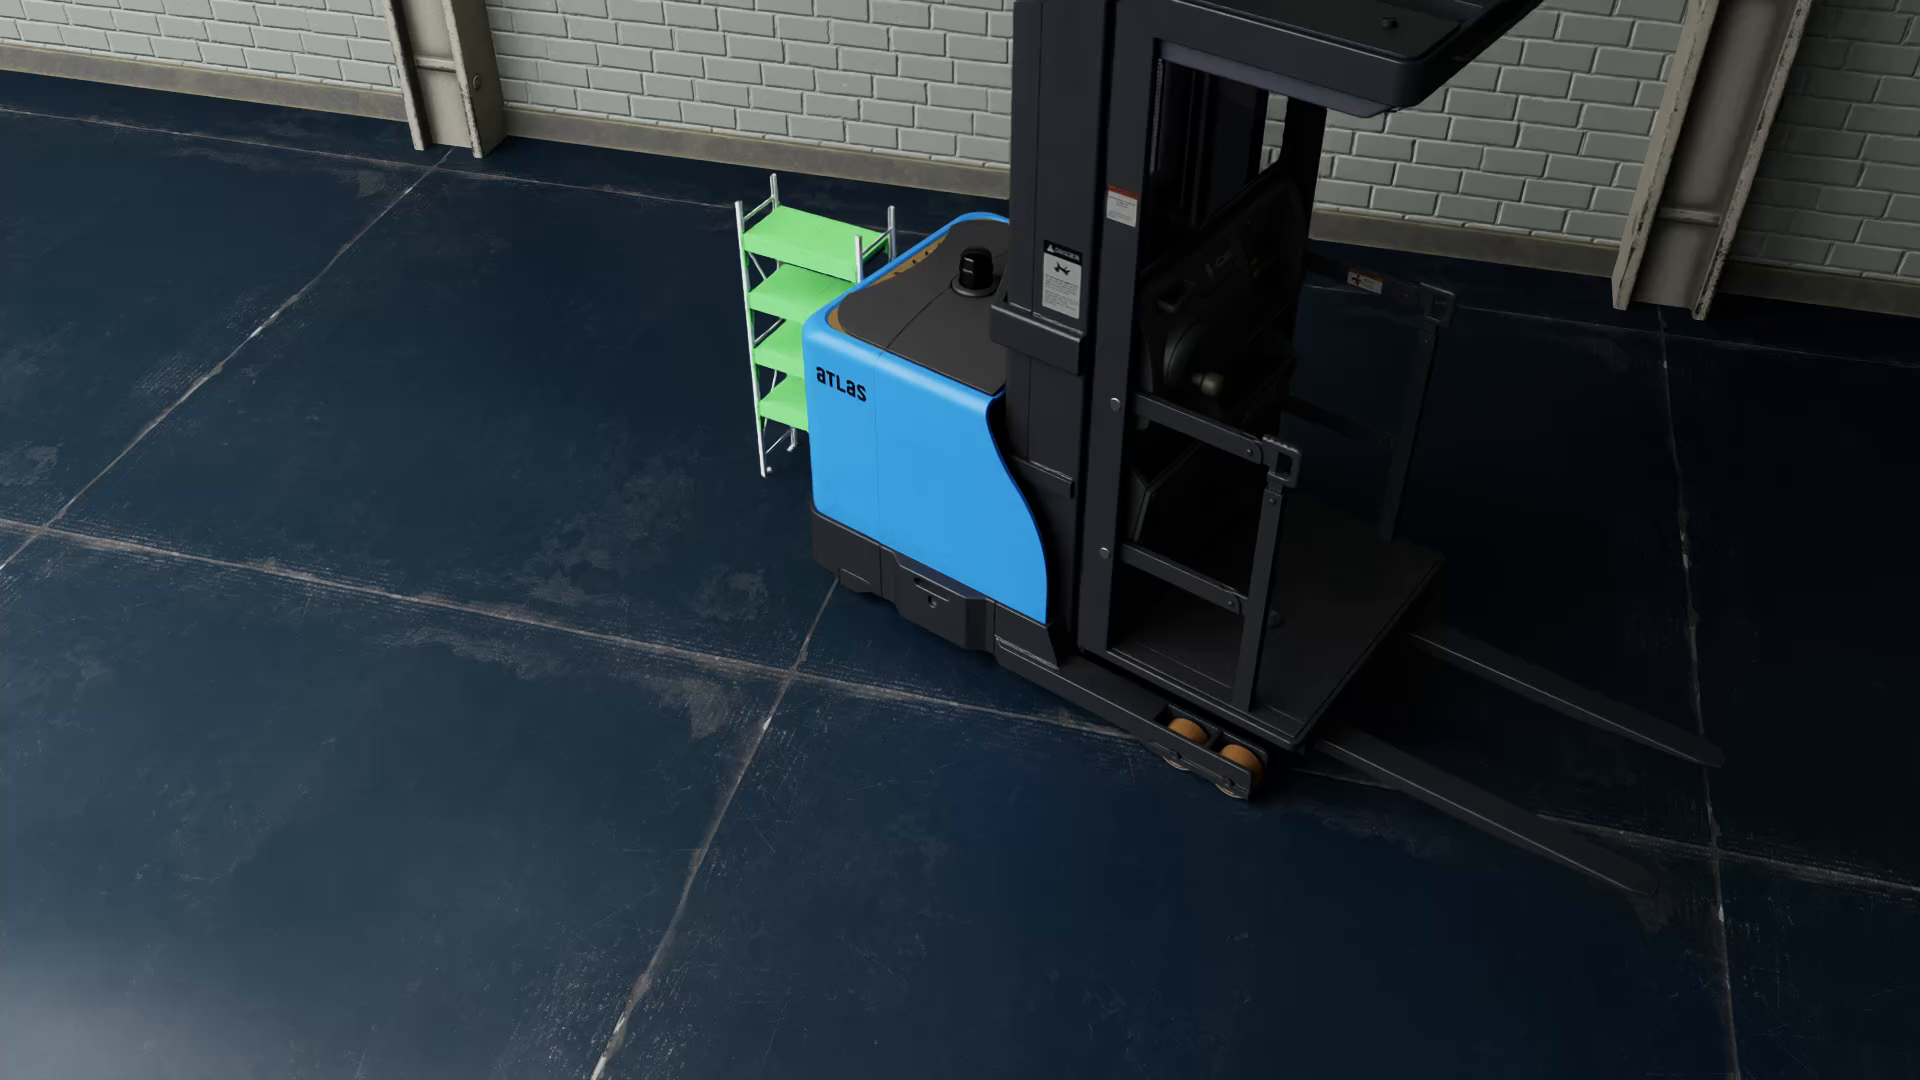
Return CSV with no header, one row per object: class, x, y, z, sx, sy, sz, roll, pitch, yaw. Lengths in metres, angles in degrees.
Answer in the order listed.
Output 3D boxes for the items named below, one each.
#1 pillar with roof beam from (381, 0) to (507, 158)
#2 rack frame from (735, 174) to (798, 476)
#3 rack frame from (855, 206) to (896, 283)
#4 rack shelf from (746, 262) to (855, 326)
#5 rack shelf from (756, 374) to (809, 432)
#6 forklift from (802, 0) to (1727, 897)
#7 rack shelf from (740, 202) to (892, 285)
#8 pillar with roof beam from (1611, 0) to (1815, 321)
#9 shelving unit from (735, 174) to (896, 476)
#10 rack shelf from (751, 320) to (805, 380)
pillar with roof beam,-3.732,-2.875,2.676,0.400,9.000,9.100,10,41,11
rack frame,-0.719,-0.780,6.246,0.015,1.200,0.240,19,44,22
rack frame,-0.290,-0.630,6.067,0.015,1.200,0.240,19,44,22
rack shelf,-0.504,-0.840,6.044,0.480,0.148,0.258,19,44,22
rack shelf,-0.504,-0.473,6.352,0.480,0.148,0.258,19,44,22
forklift,0.948,-0.697,4.801,3.031,2.935,1.130,26,46,27
rack shelf,-0.504,-1.024,5.889,0.480,0.148,0.258,19,44,22
pillar with roof beam,2.064,-1.877,1.488,0.400,9.000,9.100,10,41,11
shelving unit,-0.504,-0.705,6.157,0.503,1.200,0.258,19,44,22
rack shelf,-0.504,-0.656,6.198,0.480,0.148,0.258,19,44,22
